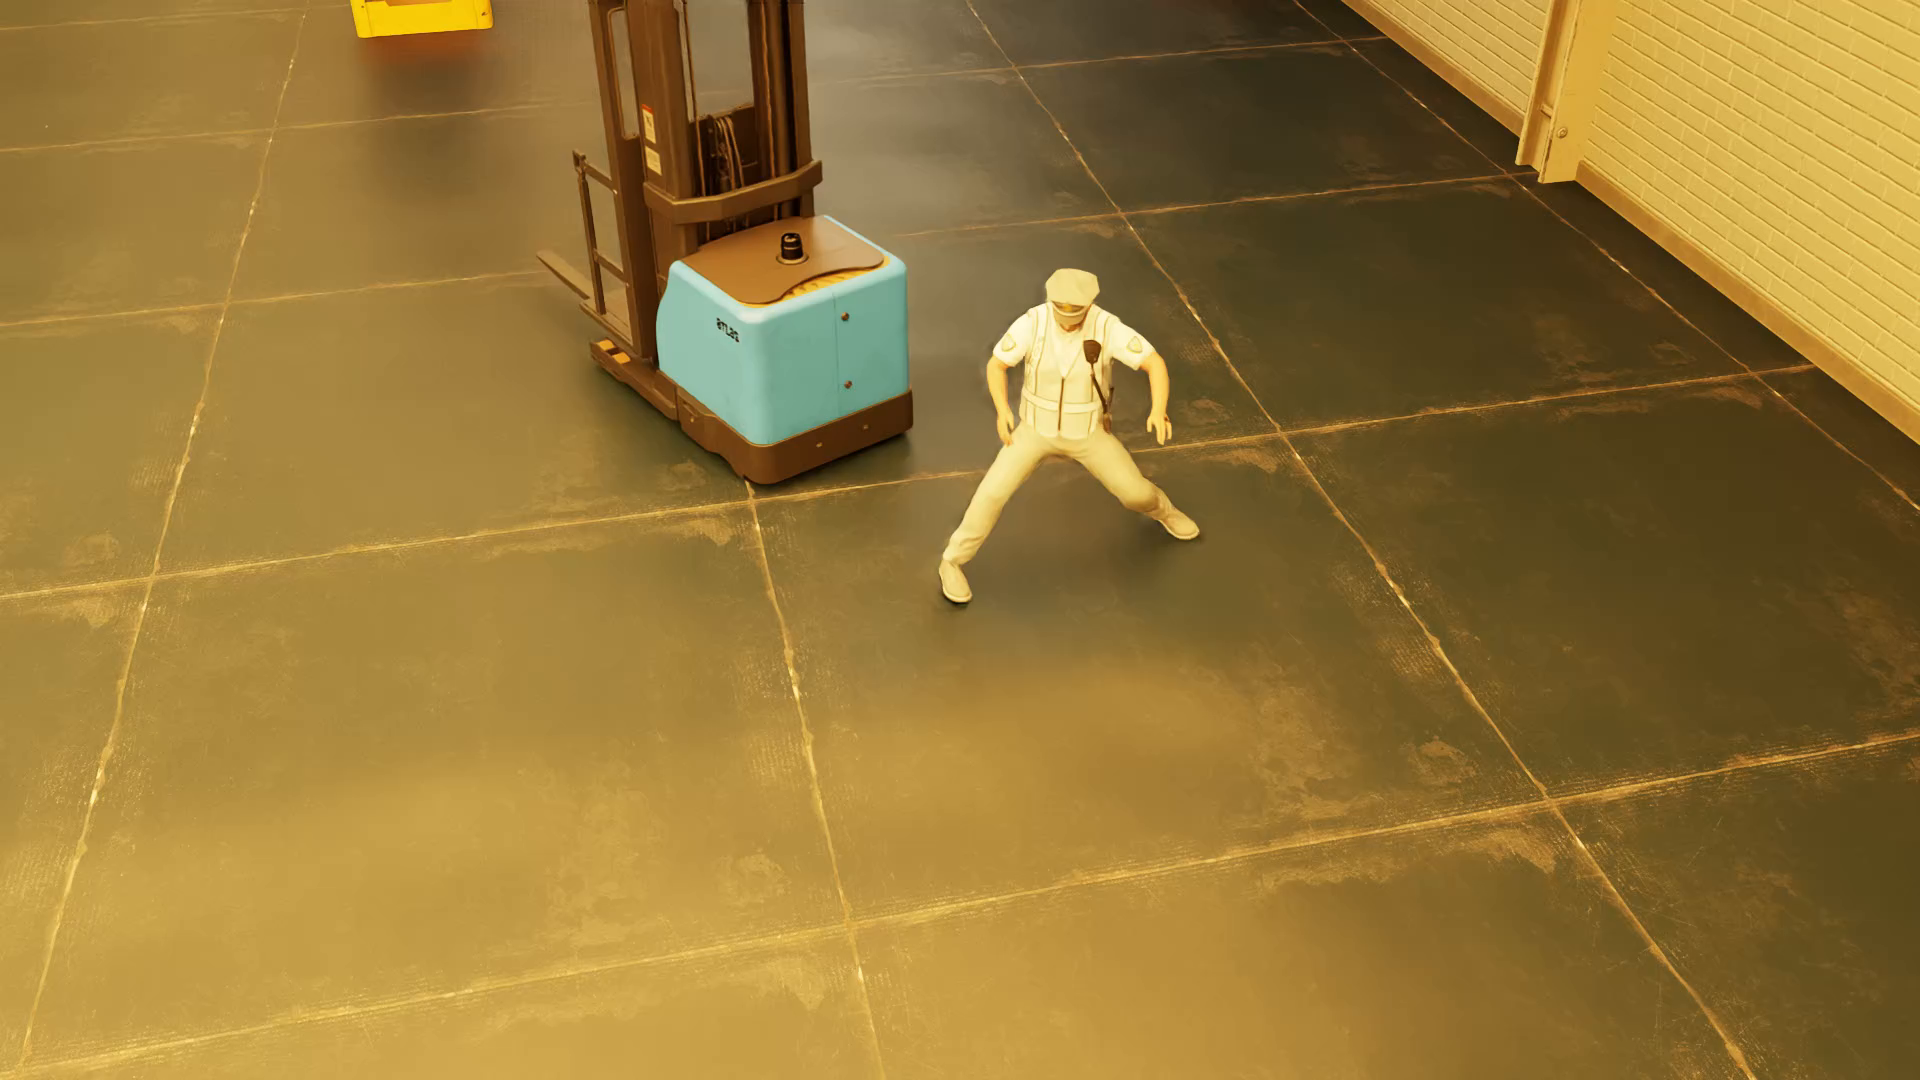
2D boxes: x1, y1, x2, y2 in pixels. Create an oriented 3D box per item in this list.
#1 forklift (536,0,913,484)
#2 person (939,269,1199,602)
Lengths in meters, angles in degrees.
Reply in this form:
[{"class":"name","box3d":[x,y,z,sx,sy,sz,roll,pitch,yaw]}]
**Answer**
[{"class":"forklift","box3d":[-1.560,-2.290,9.232,1.130,2.935,3.031,-24,42,-30]},{"class":"person","box3d":[0.555,-0.519,7.958,1.265,1.565,0.932,5,36,8]}]
